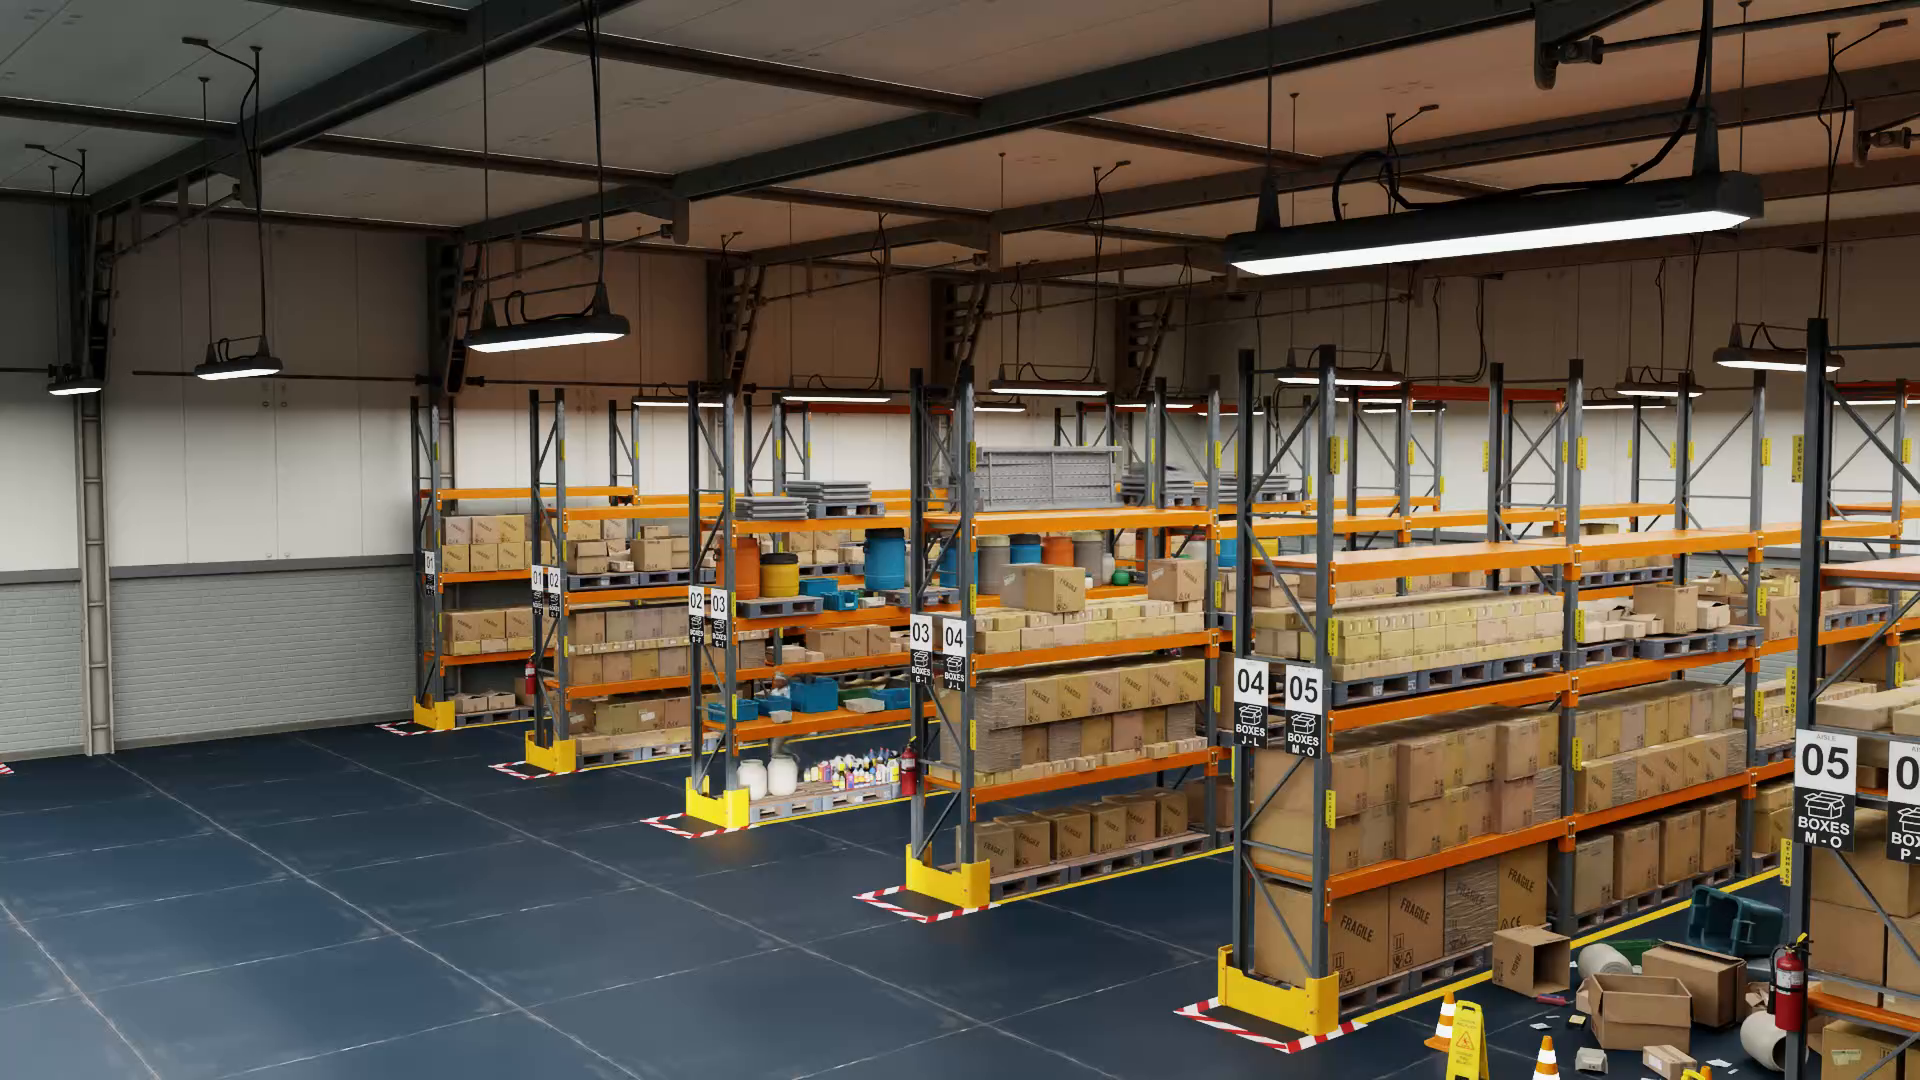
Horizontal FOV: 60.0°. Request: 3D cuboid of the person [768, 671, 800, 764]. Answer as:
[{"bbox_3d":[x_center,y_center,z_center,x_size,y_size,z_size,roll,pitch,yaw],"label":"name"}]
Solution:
[{"bbox_3d":[-2.714,2.821,25.288,0.588,1.676,0.893,3,4,40],"label":"person"}]
